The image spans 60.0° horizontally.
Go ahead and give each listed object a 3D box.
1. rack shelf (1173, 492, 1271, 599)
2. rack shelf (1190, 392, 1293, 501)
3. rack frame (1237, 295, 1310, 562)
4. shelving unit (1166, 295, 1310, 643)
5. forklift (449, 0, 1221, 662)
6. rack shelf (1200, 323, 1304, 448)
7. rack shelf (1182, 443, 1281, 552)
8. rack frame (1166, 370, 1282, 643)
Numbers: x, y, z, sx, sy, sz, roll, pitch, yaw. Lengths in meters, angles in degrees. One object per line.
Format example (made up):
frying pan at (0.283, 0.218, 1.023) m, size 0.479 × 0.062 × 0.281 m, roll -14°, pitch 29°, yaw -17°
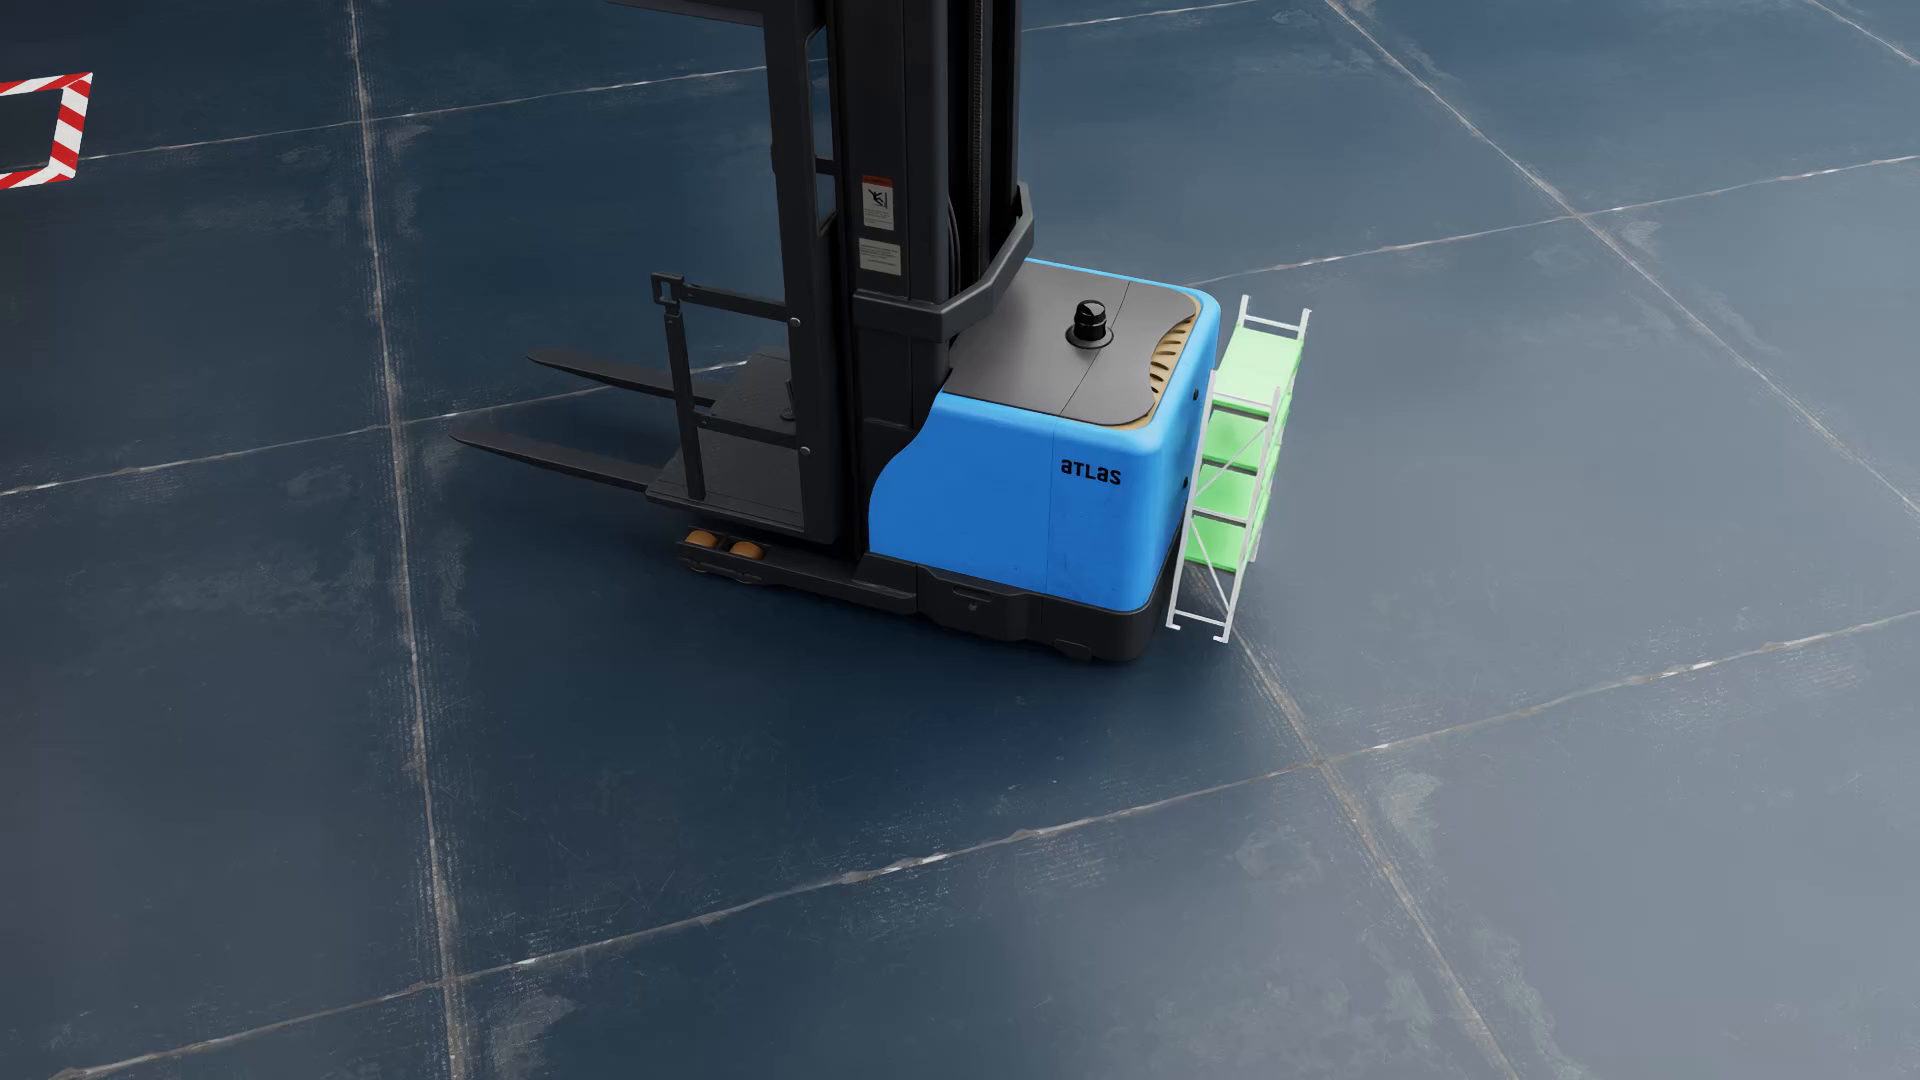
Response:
rack shelf at (0.996, -0.014, 6.307) m, size 0.258 × 0.148 × 0.480 m, roll 15°, pitch 43°, yaw 13°
rack shelf at (1.016, -0.370, 5.986) m, size 0.258 × 0.148 × 0.480 m, roll 15°, pitch 43°, yaw 13°
rack frame at (1.091, -0.391, 6.276) m, size 0.240 × 1.200 × 0.015 m, roll 15°, pitch 43°, yaw 13°
shelving unit at (1.009, -0.240, 6.104) m, size 0.258 × 1.200 × 0.503 m, roll 15°, pitch 43°, yaw 13°
forklift at (-0.592, -1.244, 5.946) m, size 3.031 × 2.935 × 1.130 m, roll 13°, pitch 43°, yaw 15°
rack shelf at (1.026, -0.548, 5.825) m, size 0.258 × 0.148 × 0.480 m, roll 15°, pitch 43°, yaw 13°
rack shelf at (1.006, -0.192, 6.146) m, size 0.258 × 0.148 × 0.480 m, roll 15°, pitch 43°, yaw 13°
rack frame at (0.926, -0.088, 5.931) m, size 0.240 × 1.200 × 0.015 m, roll 15°, pitch 43°, yaw 13°
